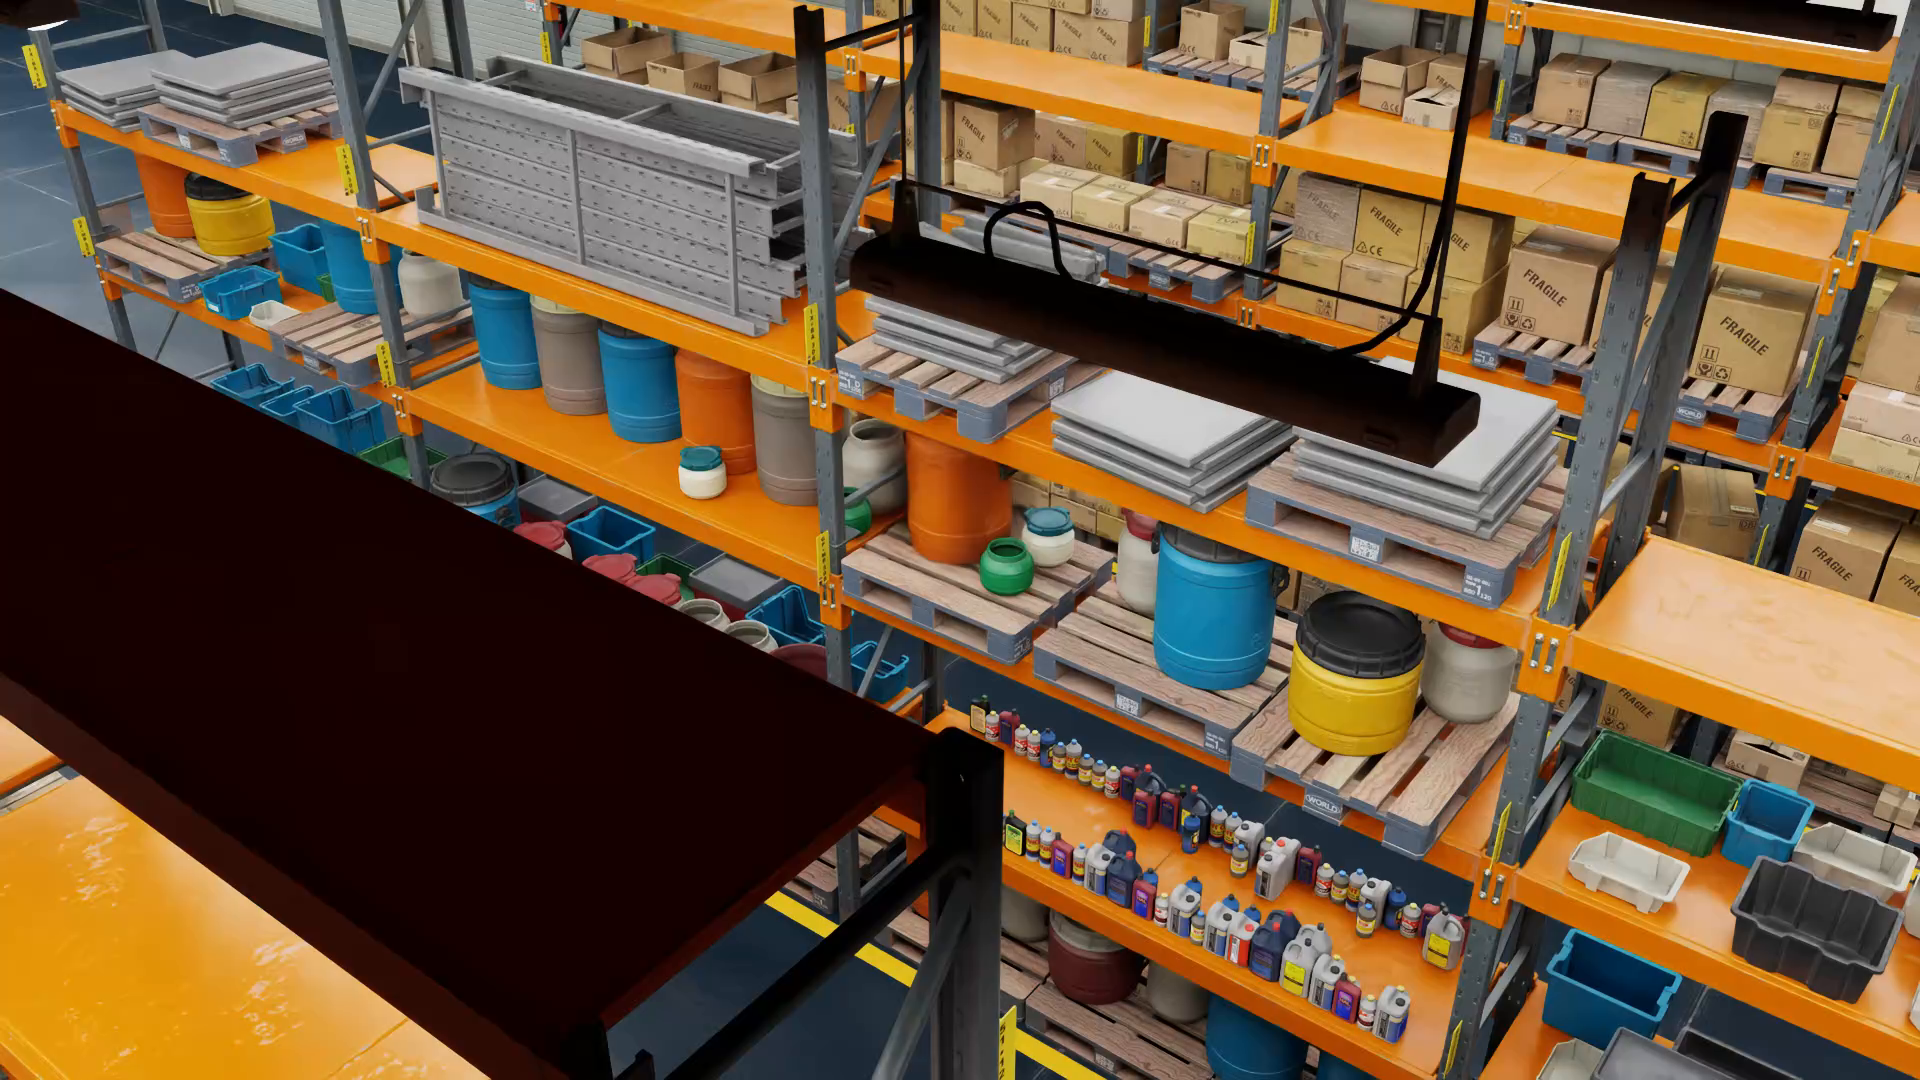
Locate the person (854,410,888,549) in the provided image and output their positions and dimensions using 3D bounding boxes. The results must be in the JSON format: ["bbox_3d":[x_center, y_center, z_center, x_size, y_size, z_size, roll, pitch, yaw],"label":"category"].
[{"bbox_3d":[-0.743,-0.505,14.511,0.739,1.658,0.511,5,32,8],"label":"person"}]
